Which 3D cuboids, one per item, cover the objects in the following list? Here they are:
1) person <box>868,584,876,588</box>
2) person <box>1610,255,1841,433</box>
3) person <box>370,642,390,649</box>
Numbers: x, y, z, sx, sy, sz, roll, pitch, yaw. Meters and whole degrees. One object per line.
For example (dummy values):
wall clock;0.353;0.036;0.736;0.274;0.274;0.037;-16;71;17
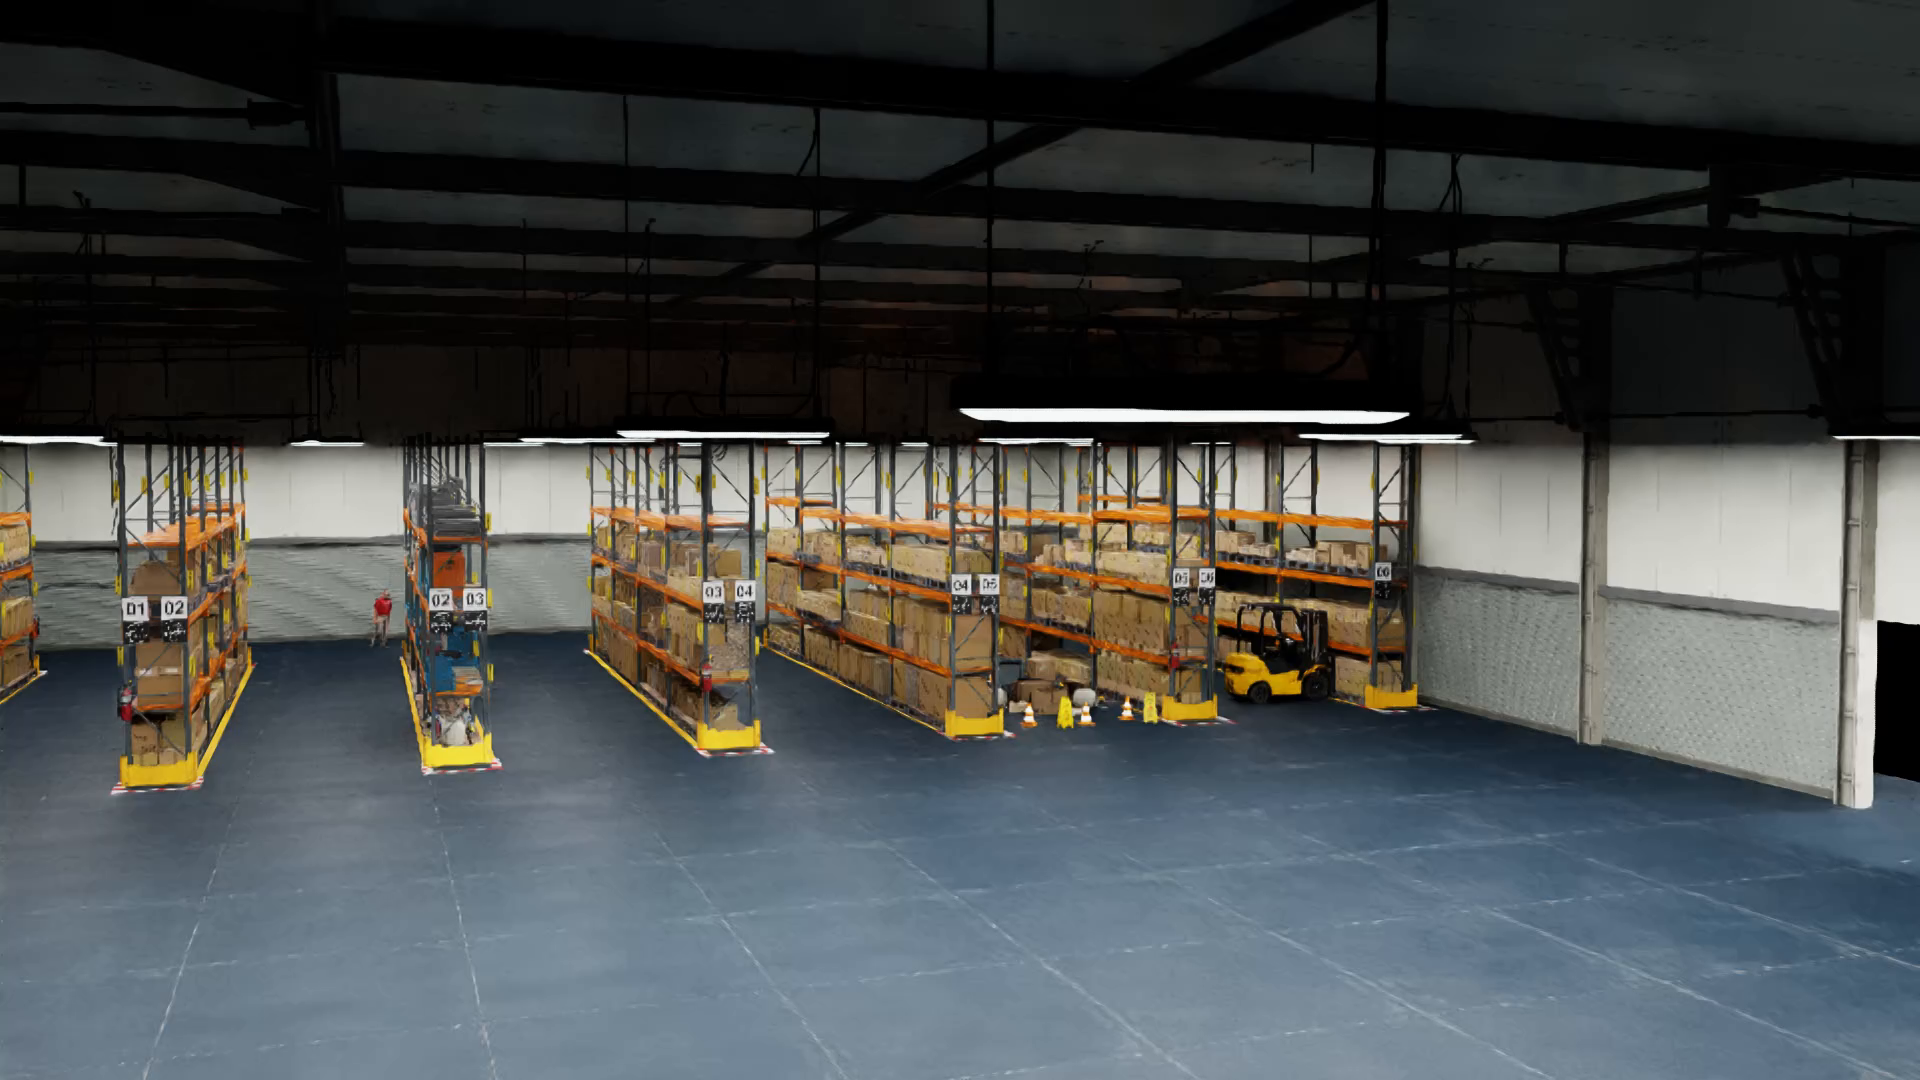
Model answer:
person;-2.640;1.905;52.321;0.507;1.709;0.448;3;4;39
person;9.617;-0.719;34.874;11.202;8.978;15.857;0;3;6
person;-16.548;2.981;47.313;0.539;0.251;0.435;2;4;34
